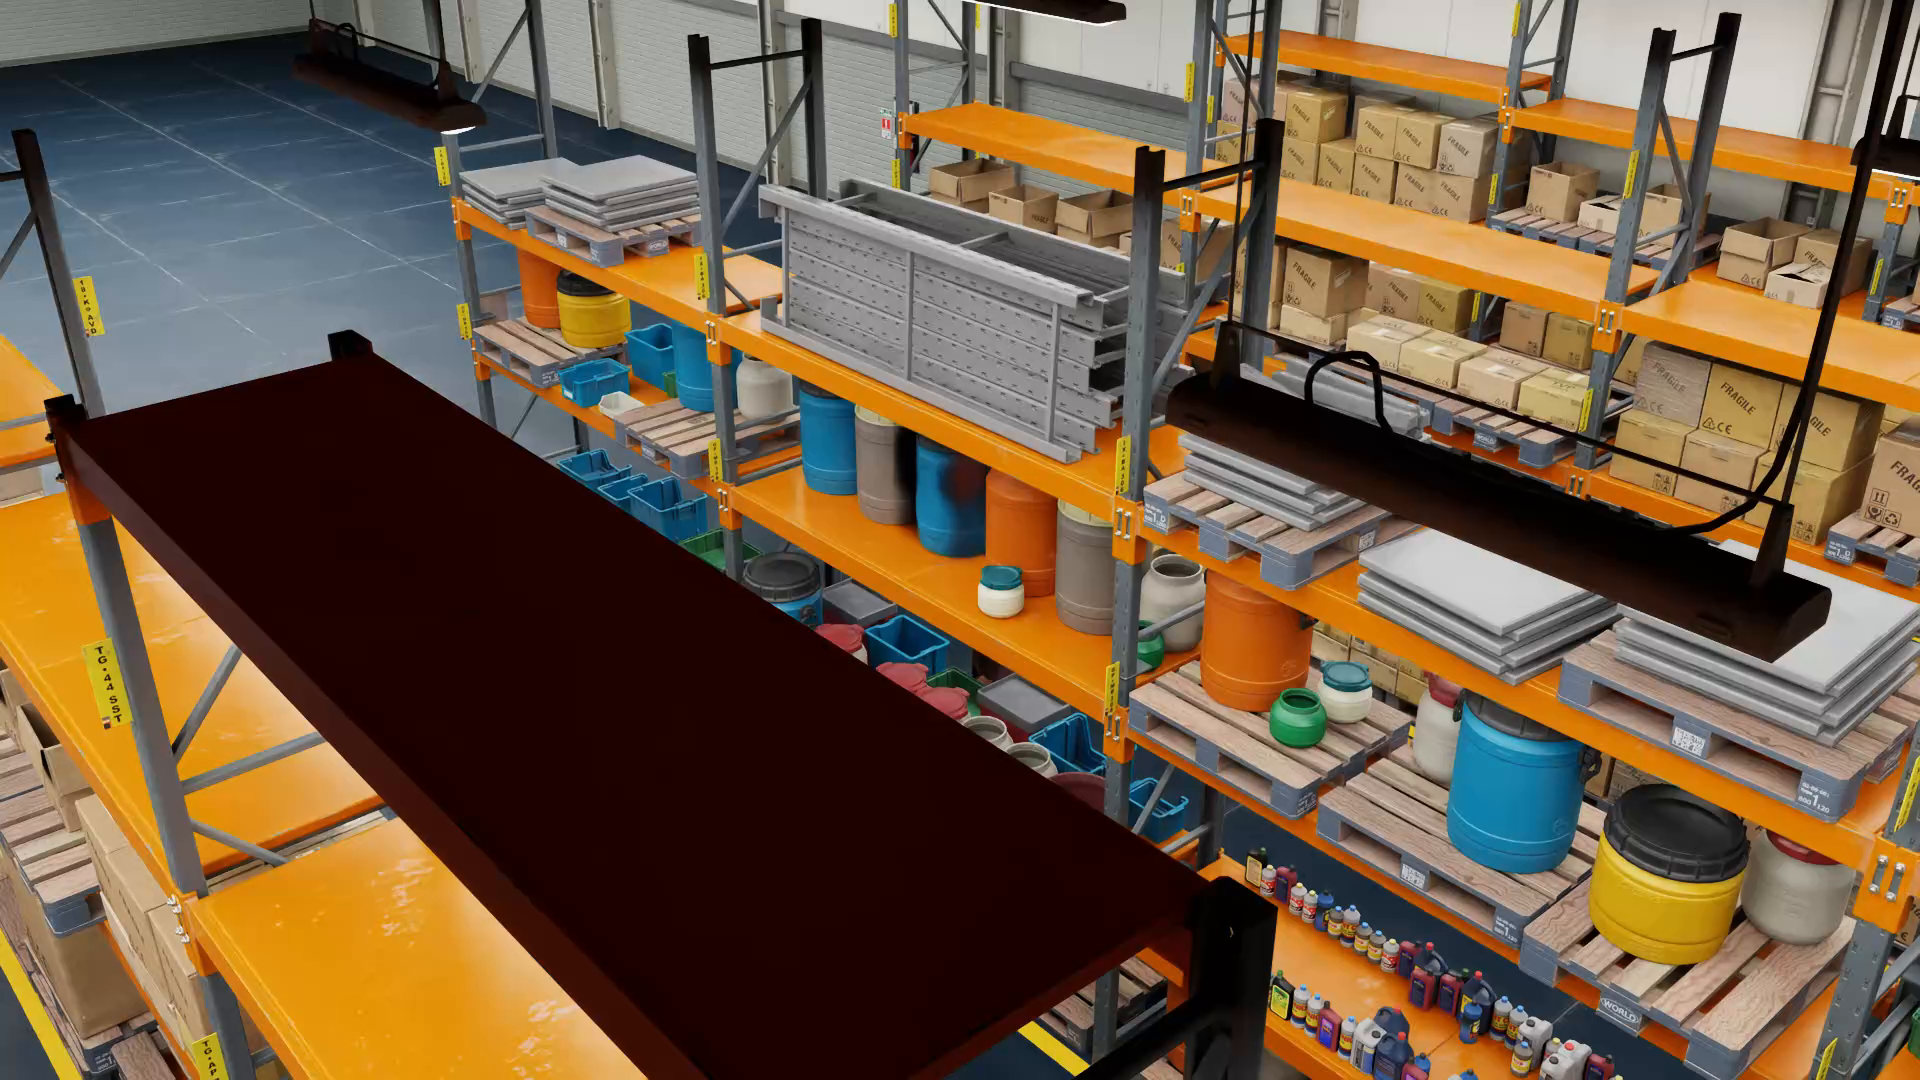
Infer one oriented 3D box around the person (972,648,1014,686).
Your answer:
[{"bbox_3d":[0.213,1.038,13.520,0.468,1.799,0.606,-8,28,-15],"label":"person"}]
